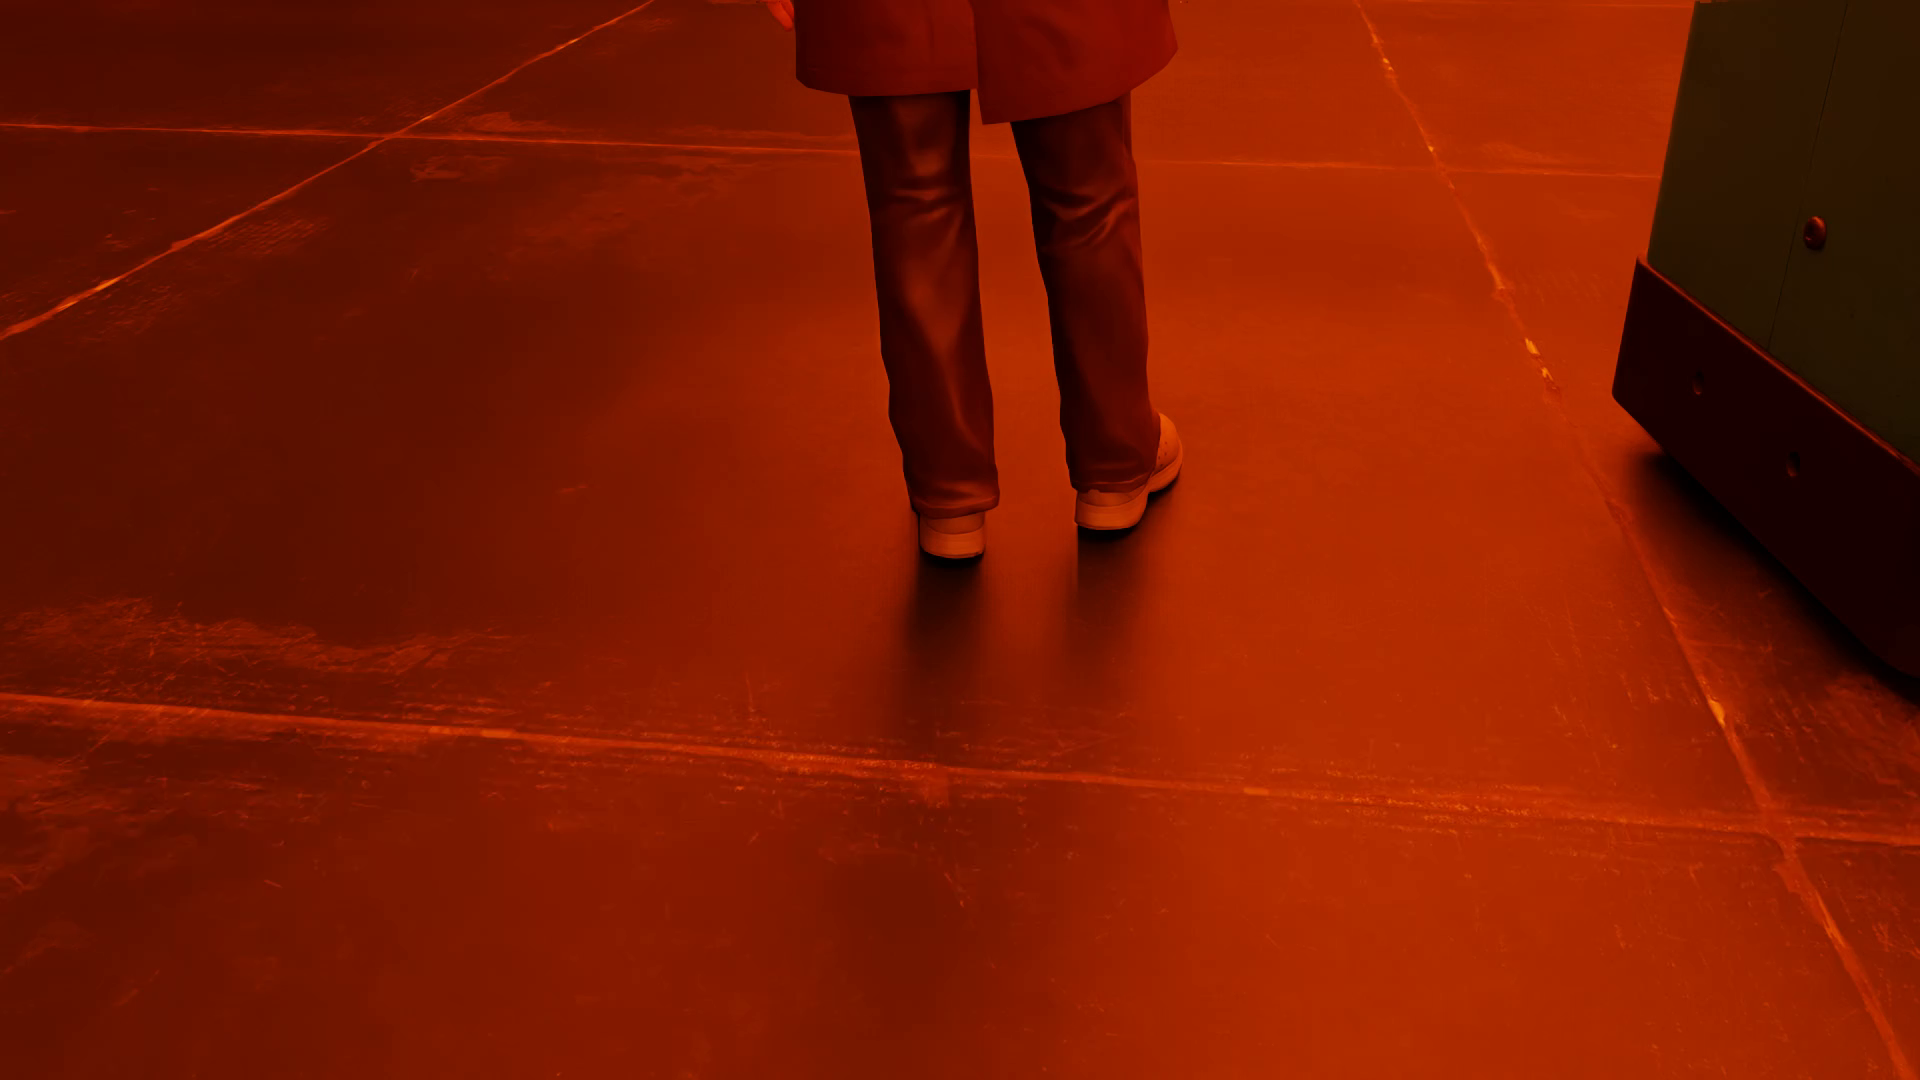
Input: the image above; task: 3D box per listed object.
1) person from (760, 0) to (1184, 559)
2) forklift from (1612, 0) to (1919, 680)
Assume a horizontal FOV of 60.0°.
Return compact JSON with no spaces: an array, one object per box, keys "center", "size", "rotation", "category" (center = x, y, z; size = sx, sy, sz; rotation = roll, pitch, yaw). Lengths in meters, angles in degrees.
[{"center":[0.017,-0.842,2.180],"size":[0.696,1.776,0.582],"rotation":[3,27,7],"category":"person"},{"center":[2.632,-1.311,1.845],"size":[3.031,2.935,1.130],"rotation":[-1,27,-1],"category":"forklift"}]
